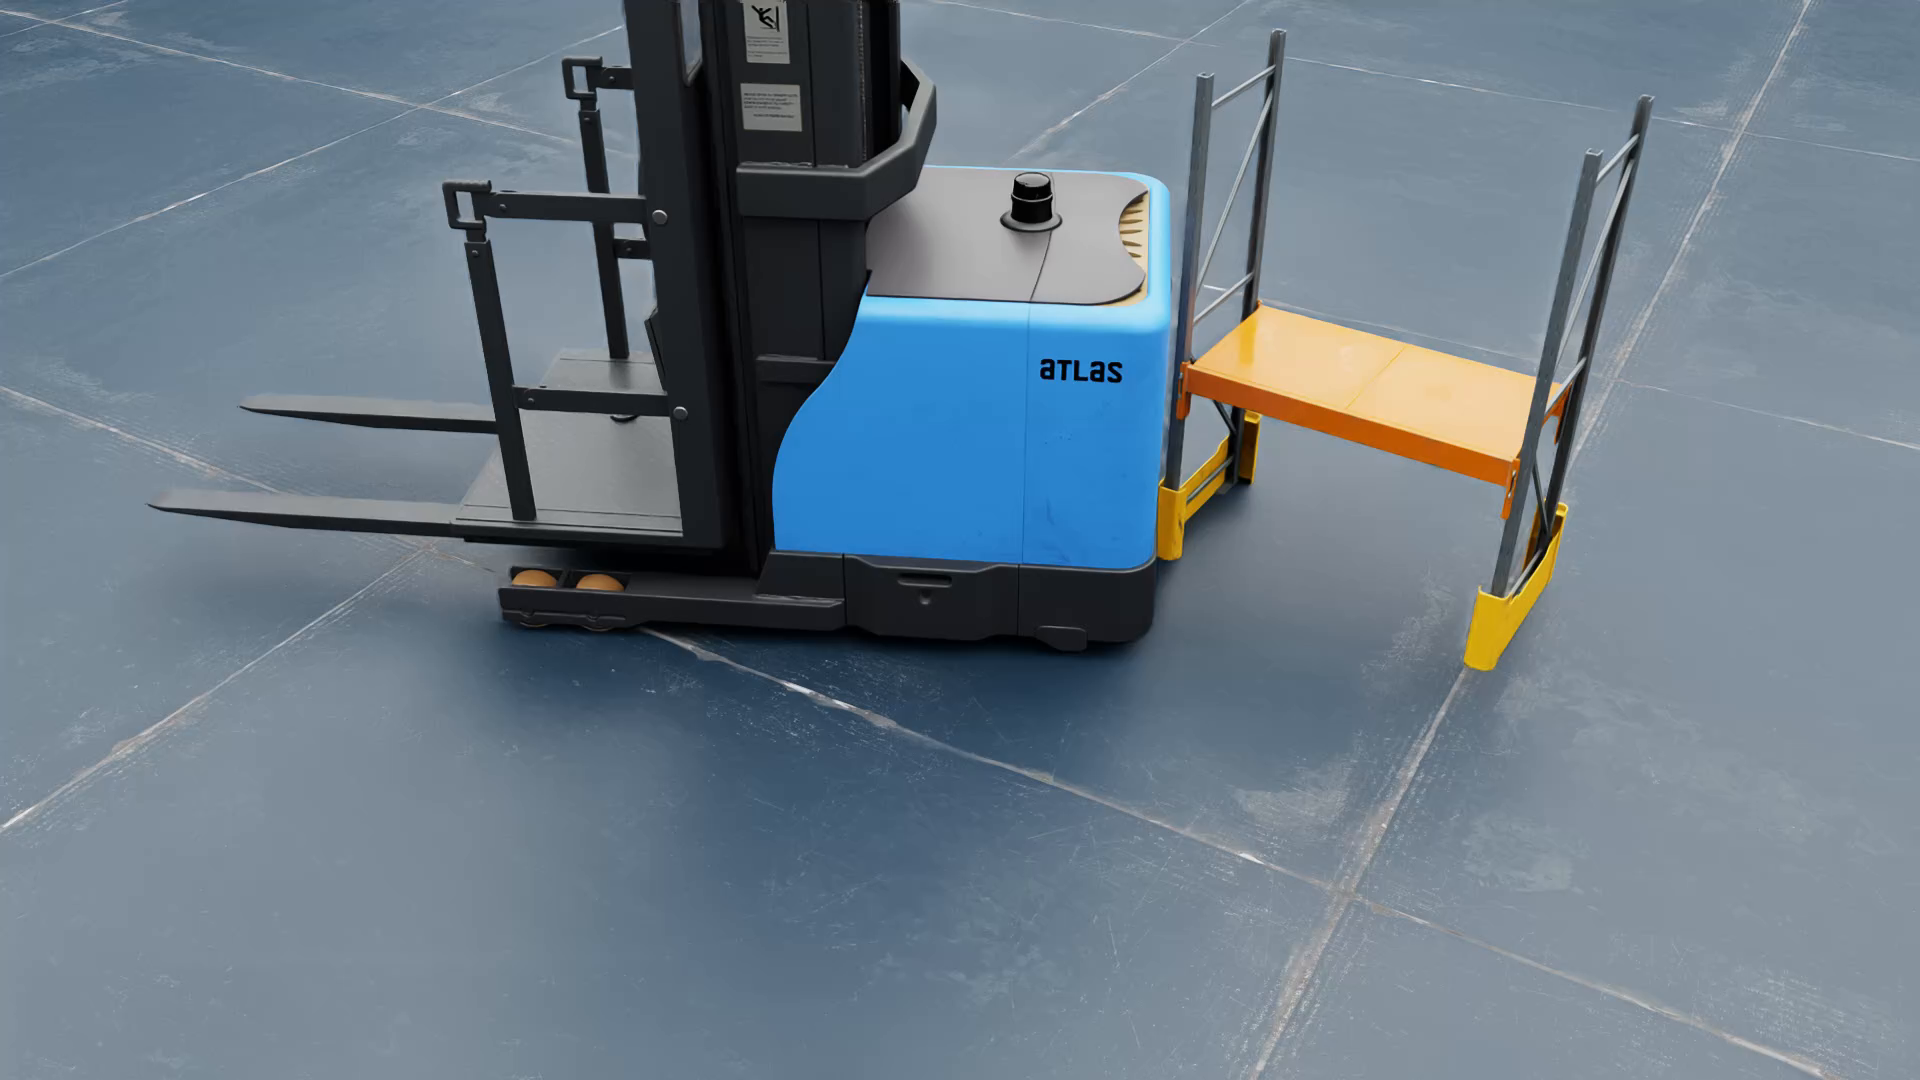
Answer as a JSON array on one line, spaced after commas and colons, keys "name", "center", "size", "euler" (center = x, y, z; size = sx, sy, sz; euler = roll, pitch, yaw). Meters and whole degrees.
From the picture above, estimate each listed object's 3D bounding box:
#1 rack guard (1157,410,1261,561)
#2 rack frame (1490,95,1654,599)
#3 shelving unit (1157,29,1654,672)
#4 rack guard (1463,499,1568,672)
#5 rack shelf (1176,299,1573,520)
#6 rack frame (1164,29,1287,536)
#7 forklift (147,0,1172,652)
[{"name": "rack guard", "center": [0.792, -0.182, 5.298], "size": [0.087, 0.250, 0.587], "euler": [20, 39, 28]}, {"name": "rack frame", "center": [1.621, -0.396, 4.491], "size": [0.032, 1.500, 0.500], "euler": [20, 39, 28]}, {"name": "shelving unit", "center": [1.206, -0.549, 4.722], "size": [1.083, 1.500, 0.587], "euler": [20, 39, 28]}, {"name": "rack guard", "center": [1.620, 0.124, 4.838], "size": [0.087, 0.250, 0.587], "euler": [20, 39, 28]}, {"name": "rack shelf", "center": [1.198, -0.402, 4.826], "size": [1.000, 0.185, 0.538], "euler": [20, 39, 28]}, {"name": "rack frame", "center": [0.775, -0.709, 4.961], "size": [0.032, 1.500, 0.500], "euler": [20, 39, 28]}, {"name": "forklift", "center": [-0.914, -1.241, 4.469], "size": [3.031, 2.935, 1.130], "euler": [3, 34, 5]}]
